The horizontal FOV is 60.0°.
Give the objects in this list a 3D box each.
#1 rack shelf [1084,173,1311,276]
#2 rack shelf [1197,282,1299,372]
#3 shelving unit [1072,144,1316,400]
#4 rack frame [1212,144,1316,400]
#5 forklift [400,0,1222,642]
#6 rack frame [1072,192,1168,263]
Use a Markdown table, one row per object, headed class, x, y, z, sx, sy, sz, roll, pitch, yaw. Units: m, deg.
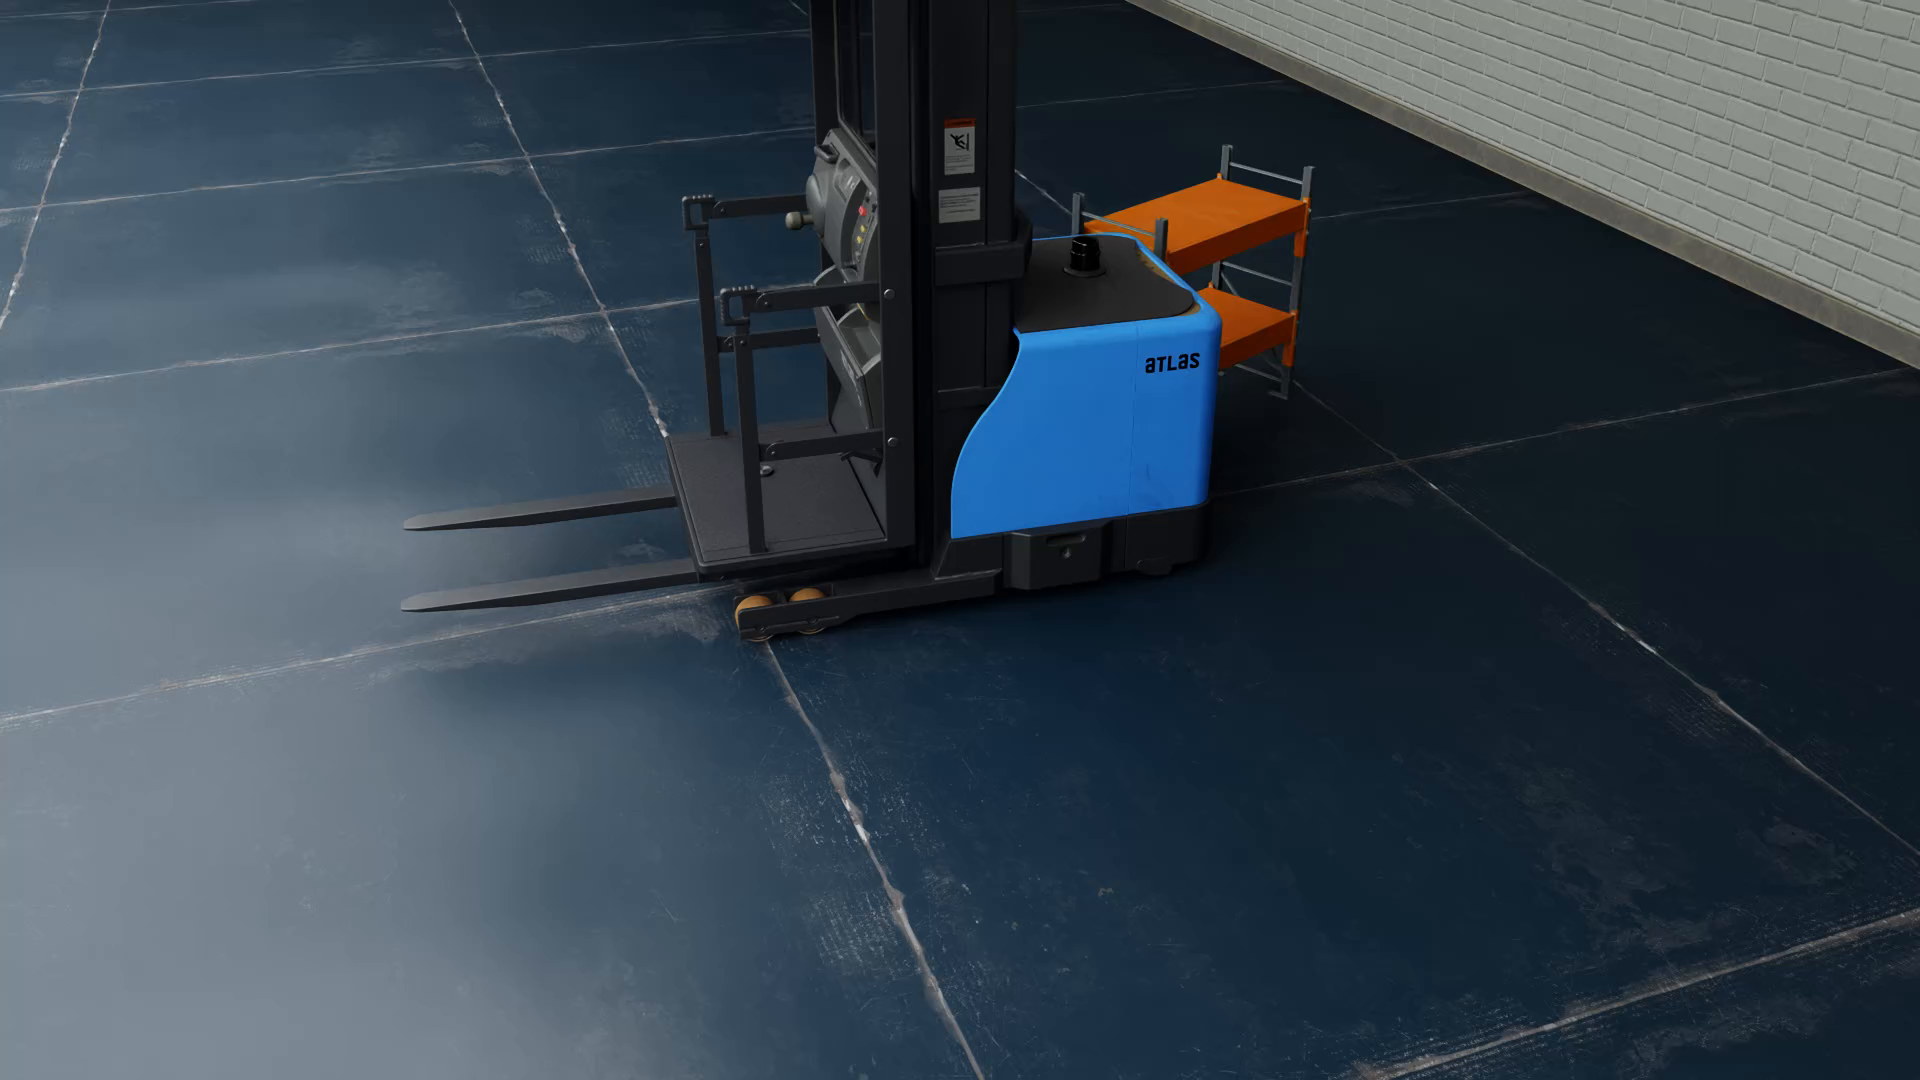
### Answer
| class | x | y | z | sx | sy | sz | roll | pitch | yaw |
| --- | --- | --- | --- | --- | --- | --- | --- | --- | --- |
| rack shelf | 1.030 | -1.328 | 7.354 | 1.000 | 0.278 | 0.538 | -26 | 38 | -37 |
| rack shelf | 1.030 | -0.862 | 7.620 | 1.000 | 0.278 | 0.538 | -26 | 38 | -37 |
| shelving unit | 1.030 | -1.074 | 7.499 | 1.048 | 1.125 | 0.538 | -26 | 38 | -37 |
| rack frame | 1.396 | -1.249 | 7.806 | 0.032 | 1.125 | 0.500 | -26 | 38 | -37 |
| forklift | -0.603 | -1.191 | 5.880 | 3.031 | 2.935 | 1.130 | -8 | 31 | -13 |
| rack frame | 0.665 | -0.899 | 7.192 | 0.032 | 1.125 | 0.500 | -26 | 38 | -37 |
